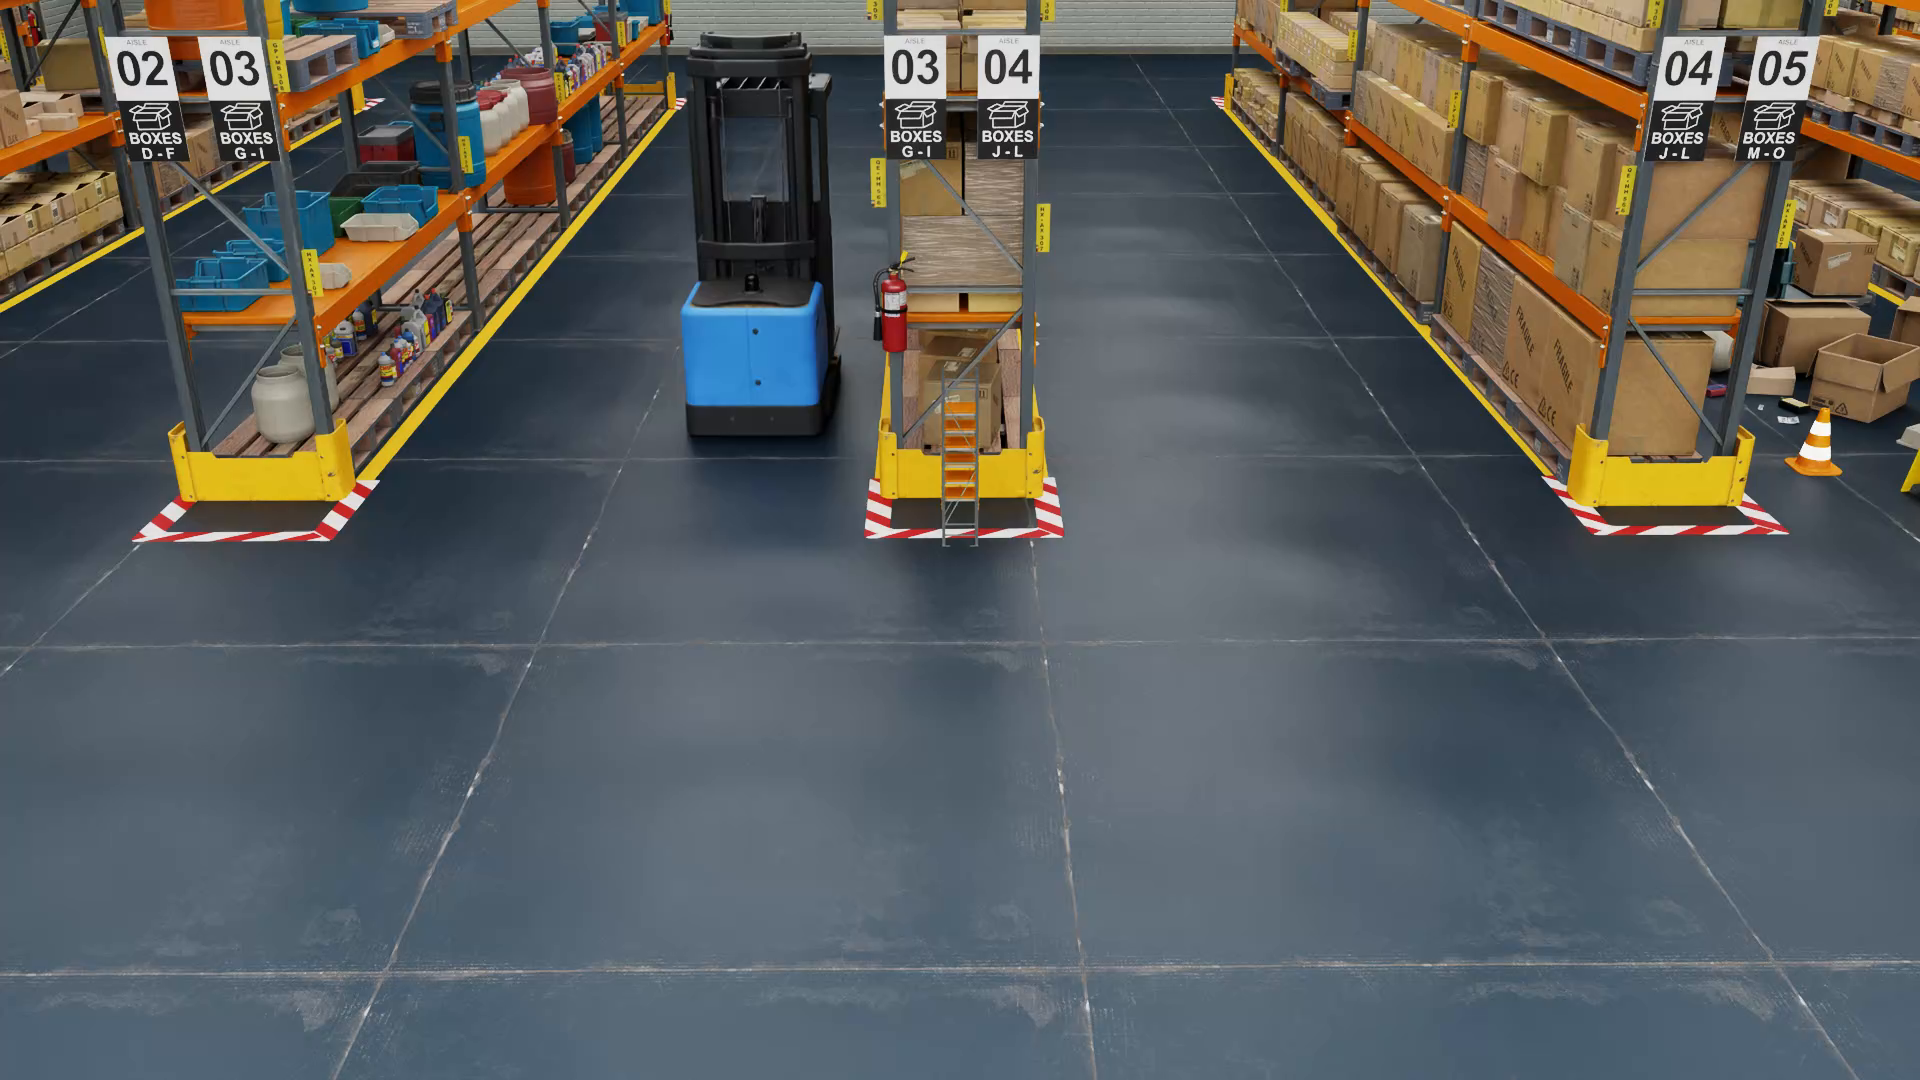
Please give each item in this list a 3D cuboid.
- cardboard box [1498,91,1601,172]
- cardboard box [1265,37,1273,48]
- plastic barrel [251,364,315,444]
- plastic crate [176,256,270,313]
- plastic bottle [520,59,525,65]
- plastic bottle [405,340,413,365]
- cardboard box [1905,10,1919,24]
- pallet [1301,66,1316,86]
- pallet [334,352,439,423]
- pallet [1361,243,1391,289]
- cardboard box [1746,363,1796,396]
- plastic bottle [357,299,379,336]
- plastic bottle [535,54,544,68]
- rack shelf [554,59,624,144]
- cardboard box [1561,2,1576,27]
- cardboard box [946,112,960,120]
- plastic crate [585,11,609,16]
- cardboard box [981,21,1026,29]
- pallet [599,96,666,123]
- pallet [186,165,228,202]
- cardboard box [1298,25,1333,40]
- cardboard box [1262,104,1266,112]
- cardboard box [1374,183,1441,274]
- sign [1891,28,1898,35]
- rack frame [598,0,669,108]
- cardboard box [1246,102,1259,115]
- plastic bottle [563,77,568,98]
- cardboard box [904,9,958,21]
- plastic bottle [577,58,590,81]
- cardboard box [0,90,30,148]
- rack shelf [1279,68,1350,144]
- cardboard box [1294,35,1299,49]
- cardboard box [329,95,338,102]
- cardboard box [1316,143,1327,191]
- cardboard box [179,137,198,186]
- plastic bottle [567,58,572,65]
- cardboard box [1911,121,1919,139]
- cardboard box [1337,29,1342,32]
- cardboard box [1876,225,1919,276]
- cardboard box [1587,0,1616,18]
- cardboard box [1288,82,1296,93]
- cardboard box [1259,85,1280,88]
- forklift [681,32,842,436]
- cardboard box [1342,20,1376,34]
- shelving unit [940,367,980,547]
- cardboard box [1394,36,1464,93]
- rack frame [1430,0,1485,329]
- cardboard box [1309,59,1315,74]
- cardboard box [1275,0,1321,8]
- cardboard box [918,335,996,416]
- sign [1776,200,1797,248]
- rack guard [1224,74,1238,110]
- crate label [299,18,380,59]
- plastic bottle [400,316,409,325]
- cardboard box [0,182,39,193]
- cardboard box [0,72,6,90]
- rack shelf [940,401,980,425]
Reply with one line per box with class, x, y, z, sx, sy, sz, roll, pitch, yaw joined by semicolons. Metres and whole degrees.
cardboard box;4.890;-3.293;13.398;0.875;0.550;0.550;0;24;-1
cardboard box;4.539;-7.066;23.539;0.380;0.149;0.250;-1;24;-3
plastic barrel;-5.024;-1.011;12.355;0.421;0.512;0.421;0;24;0
plastic crate;-5.245;-1.820;11.814;0.499;0.251;0.616;0;24;-1
plastic bottle;-5.461;-5.851;20.703;0.097;0.271;0.097;0;24;0
plastic bottle;-4.655;-1.580;13.965;0.097;0.201;0.097;0;24;0
cardboard box;14.460;-7.829;24.740;0.500;0.250;0.500;-1;24;-2
pallet;4.823;-5.710;20.468;1.003;0.211;1.213;0;24;-1
pallet;-5.002;-1.279;13.822;1.003;0.211;1.213;0;24;-1
pallet;4.829;-2.885;17.372;1.003;0.211;1.213;0;24;-1
cardboard box;6.790;-1.388;13.996;0.396;0.266;0.258;4;25;9
plastic bottle;-5.246;-1.990;14.691;0.144;0.351;0.185;0;24;-1
plastic bottle;-5.285;-5.997;21.021;0.152;0.276;0.135;0;24;-1
rack shelf;-5.050;-5.475;20.589;1.077;0.370;4.000;0;24;-1
cardboard box;4.617;-3.834;12.120;0.380;0.149;0.250;0;24;0
cardboard box;-0.255;-2.979;12.501;0.500;0.500;0.500;0;24;-1
plastic crate;-5.434;-7.852;25.102;0.416;0.233;0.300;0;24;-1
cardboard box;0.334;-3.407;11.200;0.380;0.149;0.250;0;24;1
pallet;-5.145;-6.665;25.730;1.003;0.211;1.213;0;24;-1
pallet;-9.962;-4.497;20.937;1.003;0.211;1.213;0;24;-1
cardboard box;4.401;-6.281;20.571;0.380;0.149;0.250;1;24;1
cardboard box;4.558;-6.217;23.945;0.380;0.149;0.250;0;24;1
cardboard box;4.826;-3.153;16.801;1.050;0.750;0.750;0;24;-1
sign;10.377;-5.544;18.558;0.100;0.325;0.005;0;24;-1
rack frame;-5.115;-8.275;25.907;1.000;3.000;0.127;0;24;-1
cardboard box;4.485;-6.430;24.777;0.380;0.149;0.250;-1;24;-3
plastic bottle;-4.670;-5.352;19.584;0.061;0.283;0.133;0;24;-1
cardboard box;-0.206;-3.724;11.901;0.380;0.149;0.250;0;24;0
plastic bottle;-4.731;-5.900;20.806;0.152;0.276;0.135;0;24;-1
cardboard box;-9.946;-4.312;17.024;0.500;0.500;0.500;-2;24;-3
rack shelf;4.864;-5.478;20.596;1.077;0.370;4.000;0;24;-1
cardboard box;4.403;-6.247;20.856;0.380;0.149;0.250;1;24;2
cardboard box;-9.816;-7.093;25.793;0.500;0.500;0.500;0;24;-1
cardboard box;4.615;-4.518;20.124;0.500;0.500;0.500;1;24;2
cardboard box;-9.712;-4.631;20.349;0.500;0.500;0.500;-1;24;-1
plastic bottle;-4.855;-5.890;20.789;0.097;0.271;0.097;0;24;0
cardboard box;9.566;-4.005;16.260;0.380;0.149;0.250;0;24;0
cardboard box;5.048;-6.469;21.347;0.380;0.149;0.250;1;24;2
cardboard box;9.858;-2.904;16.710;0.950;0.372;0.625;1;24;3
cardboard box;4.683;-3.763;11.480;0.500;0.250;0.500;0;24;0
cardboard box;5.023;-6.688;24.626;0.380;0.149;0.250;-1;24;-2
cardboard box;4.597;-6.579;24.385;0.380;0.149;0.250;0;24;0
forklift;-1.595;-2.701;13.664;1.130;2.935;3.031;0;24;0
cardboard box;5.049;-6.488;21.029;0.380;0.149;0.250;0;24;-1
shelving unit;0.000;-0.541;10.989;0.258;1.200;0.189;0;24;-1
cardboard box;4.895;-4.878;17.061;0.700;0.500;0.500;-1;24;-1
rack frame;4.929;-3.334;14.981;1.000;3.000;0.127;0;24;-1
cardboard box;4.413;-5.682;19.968;0.380;0.149;0.250;-1;24;-3
cardboard box;4.566;-7.459;22.407;0.500;0.500;0.500;-1;24;-2
cardboard box;-0.019;-1.261;12.921;0.500;0.500;0.500;6;25;13
sign;5.528;-2.116;11.142;0.100;0.325;0.005;0;24;-1
rack guard;4.799;-7.108;26.360;1.175;0.500;0.348;0;24;-1
crate label;-4.631;-3.754;12.451;0.502;0.251;0.408;0;24;-1
plastic bottle;-4.786;-1.806;14.366;0.061;0.283;0.133;0;24;-1
cardboard box;-10.255;-3.719;17.979;0.500;0.311;0.500;-1;24;-2
cardboard box;-14.908;-6.789;25.145;0.700;0.500;0.500;0;24;-1
rack shelf;0.000;-0.828;10.859;0.258;0.103;0.180;0;24;-1
